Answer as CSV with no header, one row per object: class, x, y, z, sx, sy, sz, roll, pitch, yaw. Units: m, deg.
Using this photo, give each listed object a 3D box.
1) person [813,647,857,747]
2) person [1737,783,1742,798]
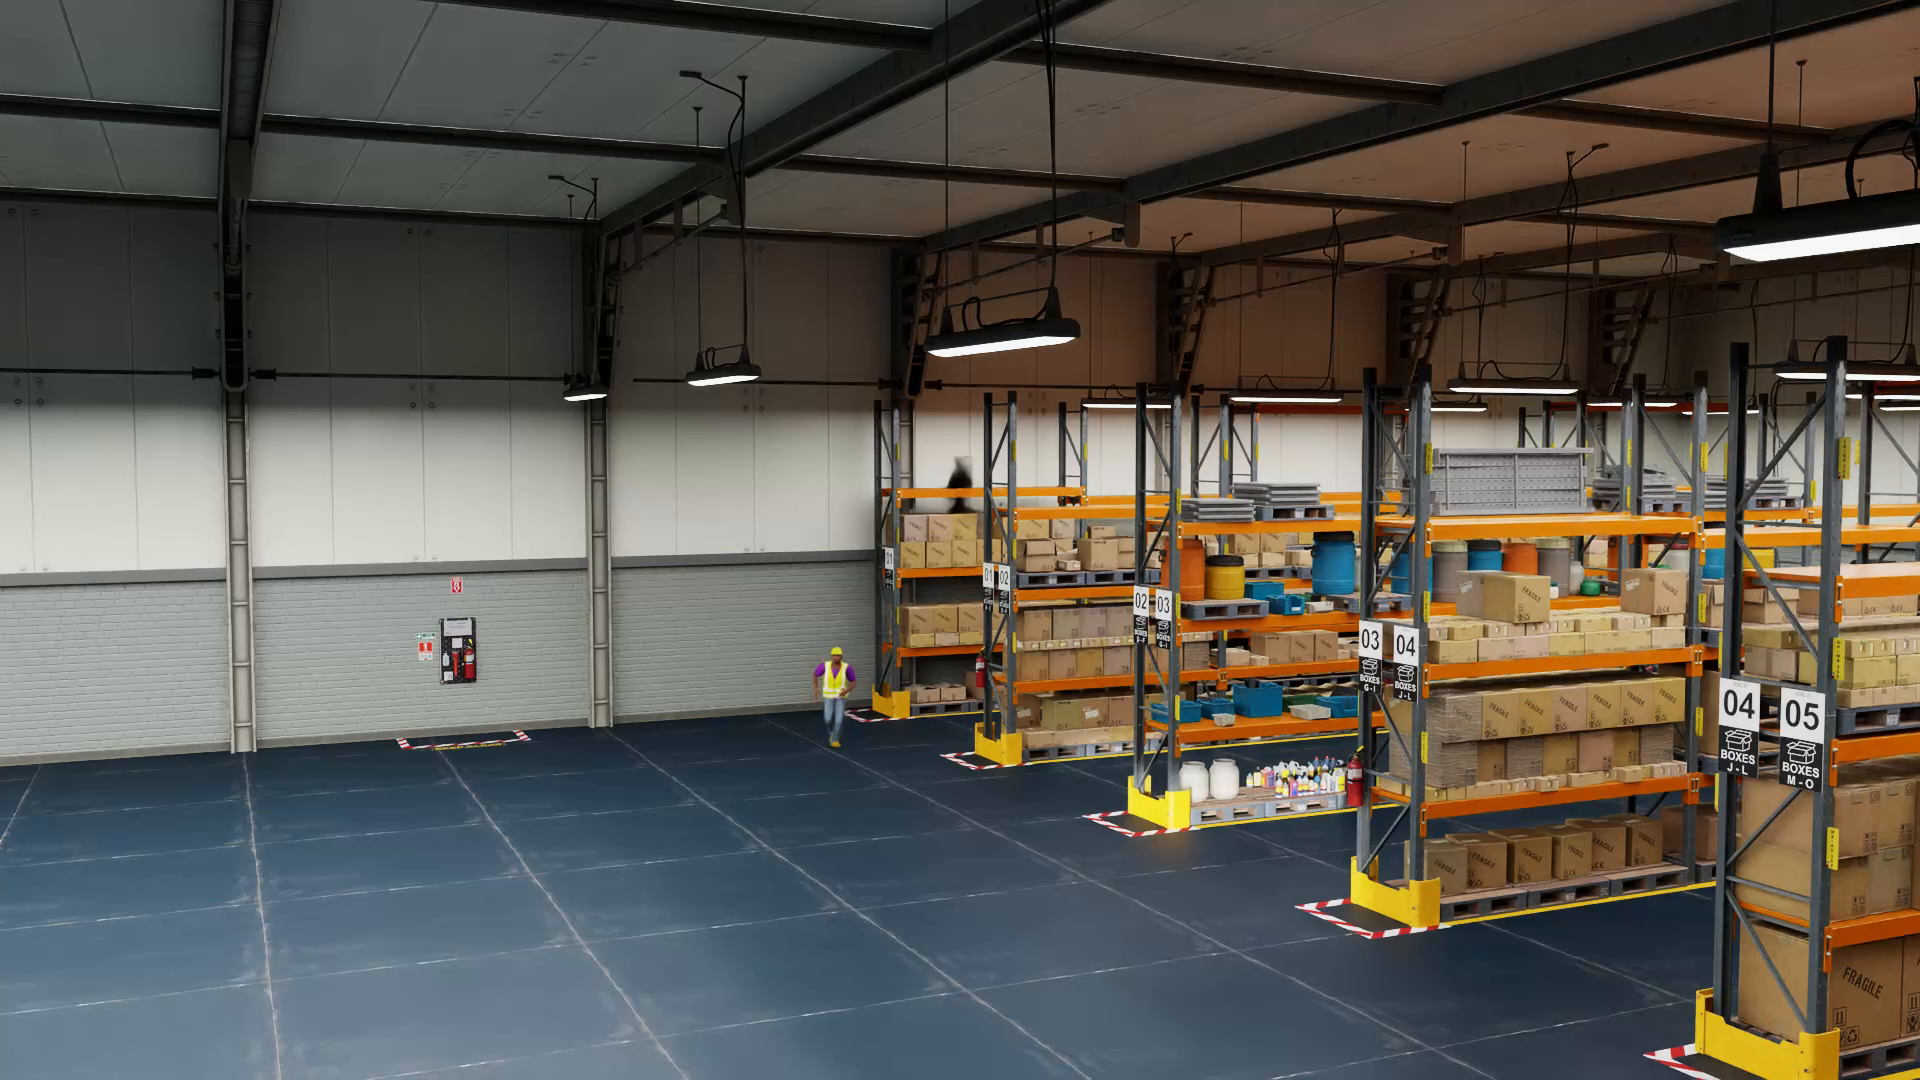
person,-2.126,2.662,28.121,0.751,1.719,0.557,0,3,0
person,10.876,2.982,22.718,0.726,1.663,0.849,0,3,6
